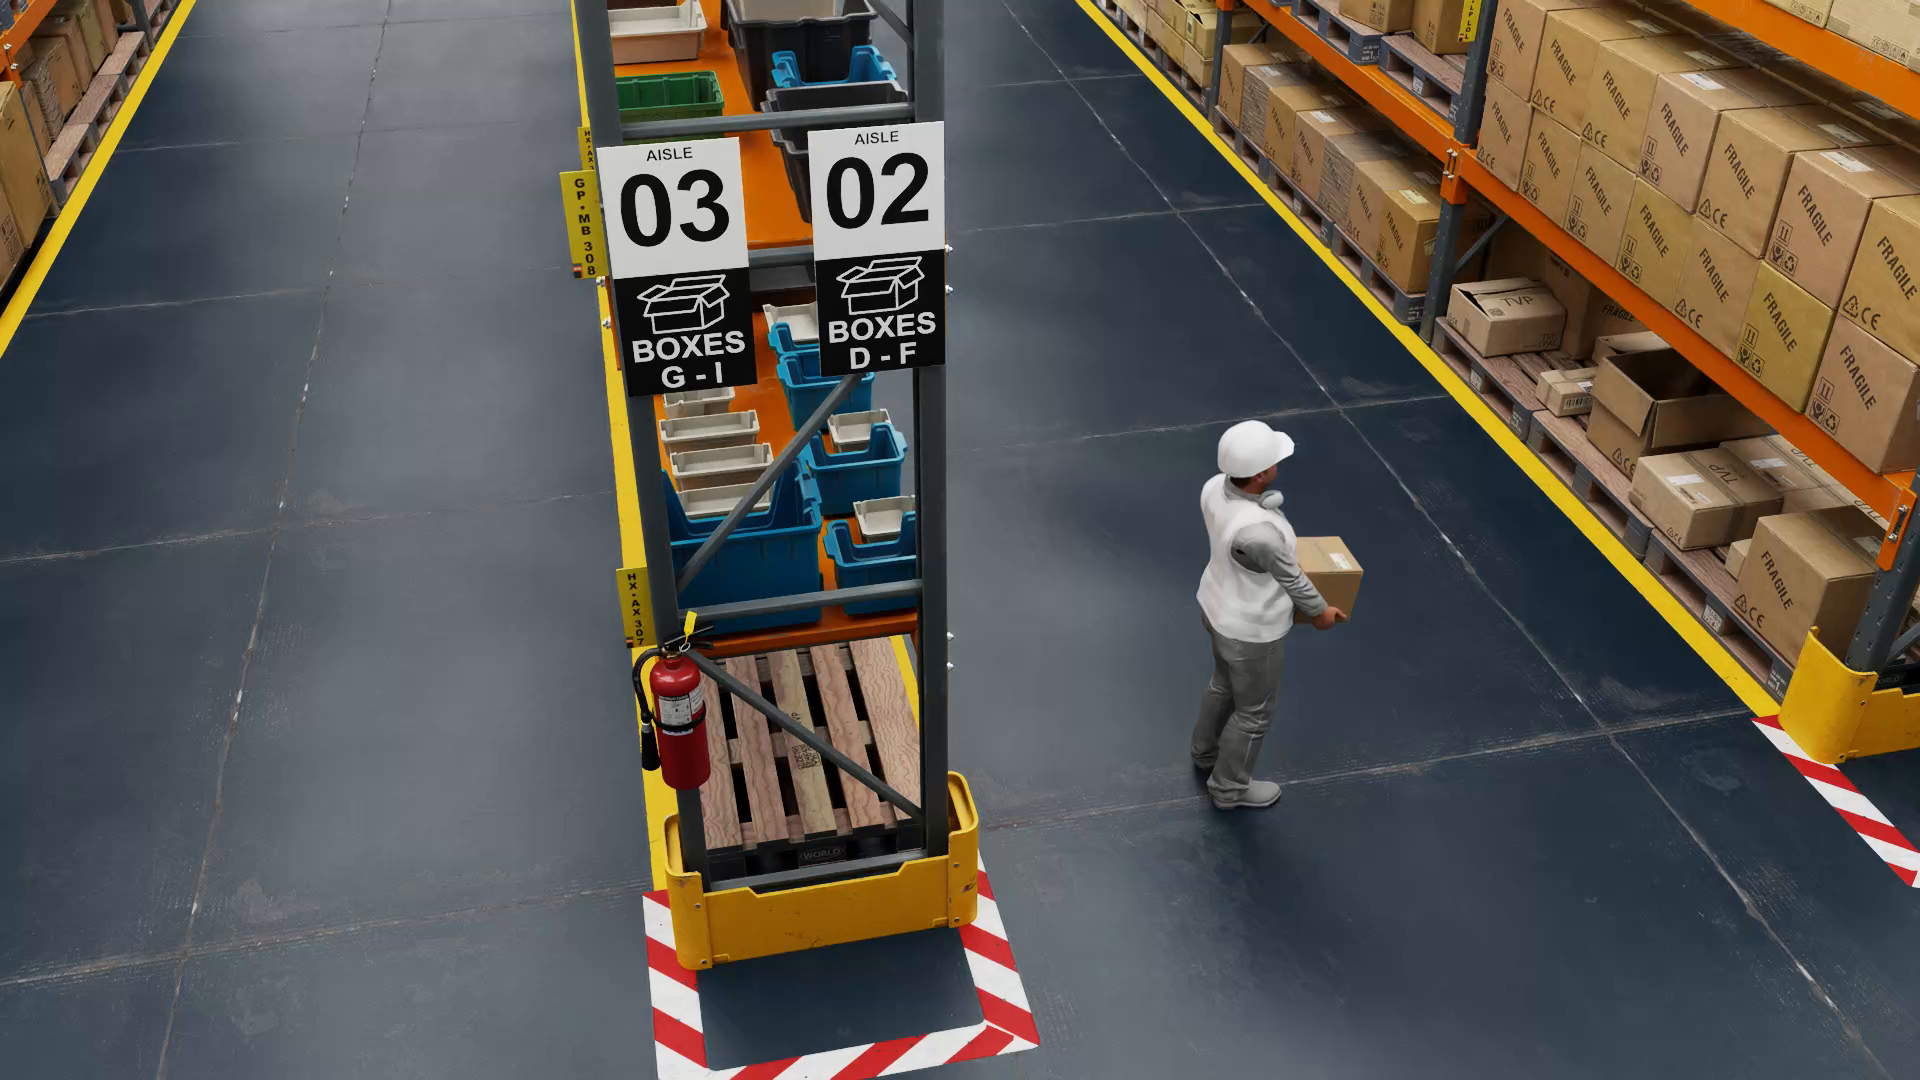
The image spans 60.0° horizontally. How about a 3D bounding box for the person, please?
[{"bbox_3d":[1.237,0.282,6.714,0.548,1.764,0.494,-7,35,-10],"label":"person"}]
